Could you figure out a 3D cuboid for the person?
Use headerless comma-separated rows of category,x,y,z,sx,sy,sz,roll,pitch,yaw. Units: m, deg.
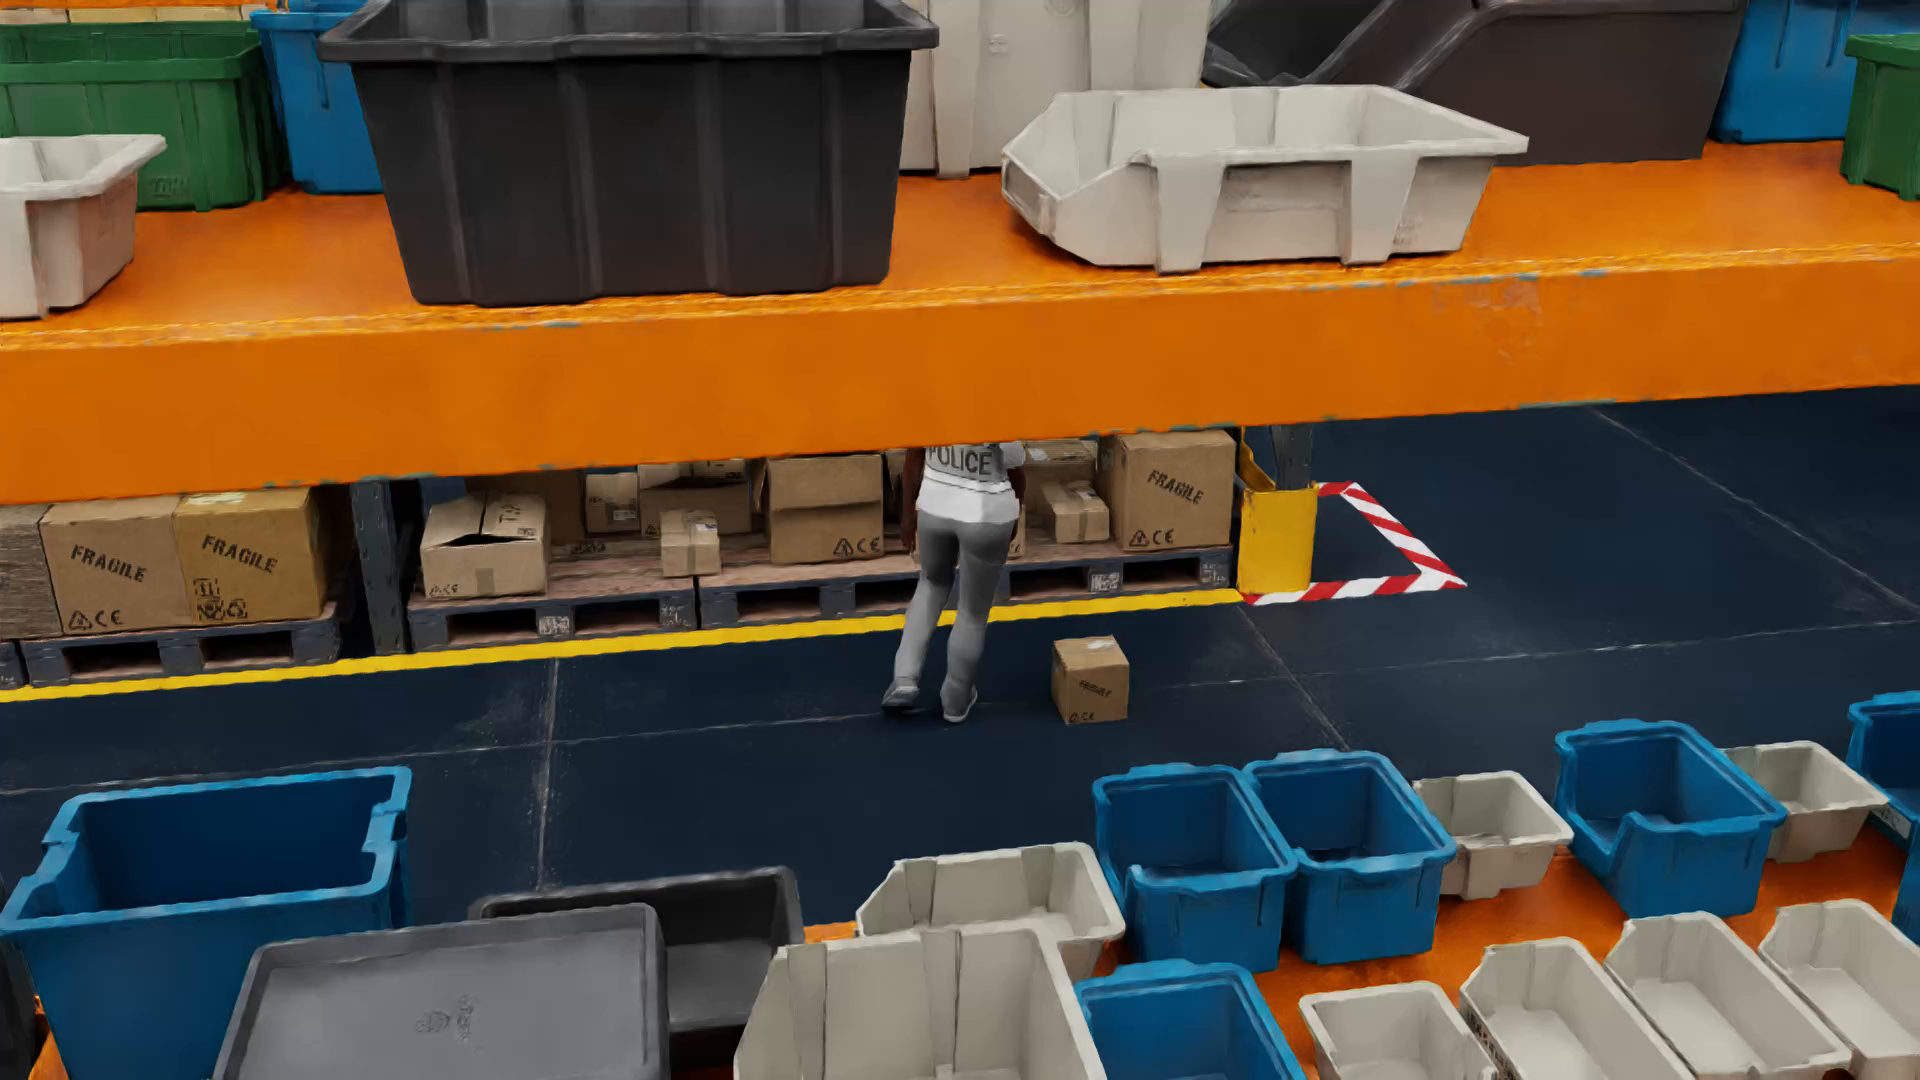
person,-0.013,-0.073,6.256,0.574,1.681,0.408,10,25,22
